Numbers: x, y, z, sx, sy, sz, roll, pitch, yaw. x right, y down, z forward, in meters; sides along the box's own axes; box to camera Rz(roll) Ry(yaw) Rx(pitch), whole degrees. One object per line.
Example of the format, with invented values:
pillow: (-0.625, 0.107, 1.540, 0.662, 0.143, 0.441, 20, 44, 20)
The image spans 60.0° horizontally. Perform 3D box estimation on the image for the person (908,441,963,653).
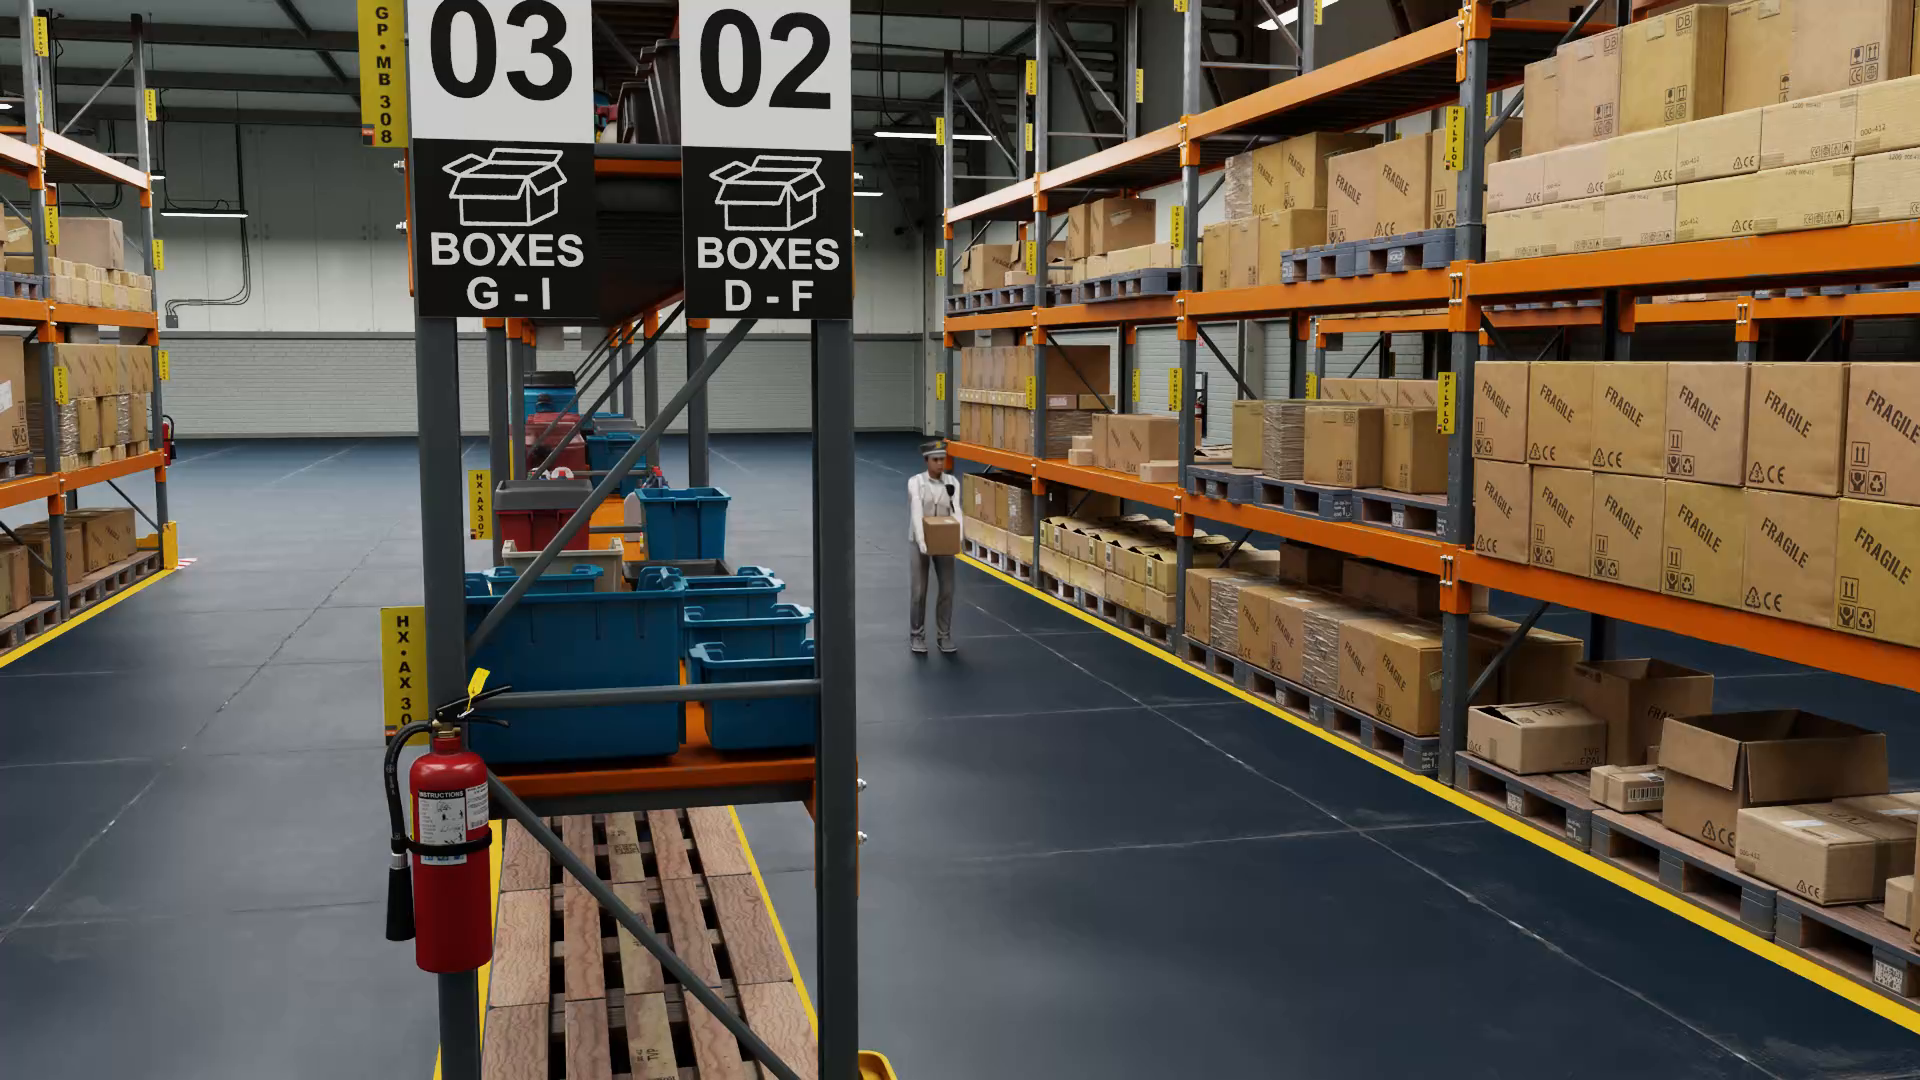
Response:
person: (-0.189, 0.052, 13.158, 0.417, 1.682, 0.528, -2, 6, -15)
